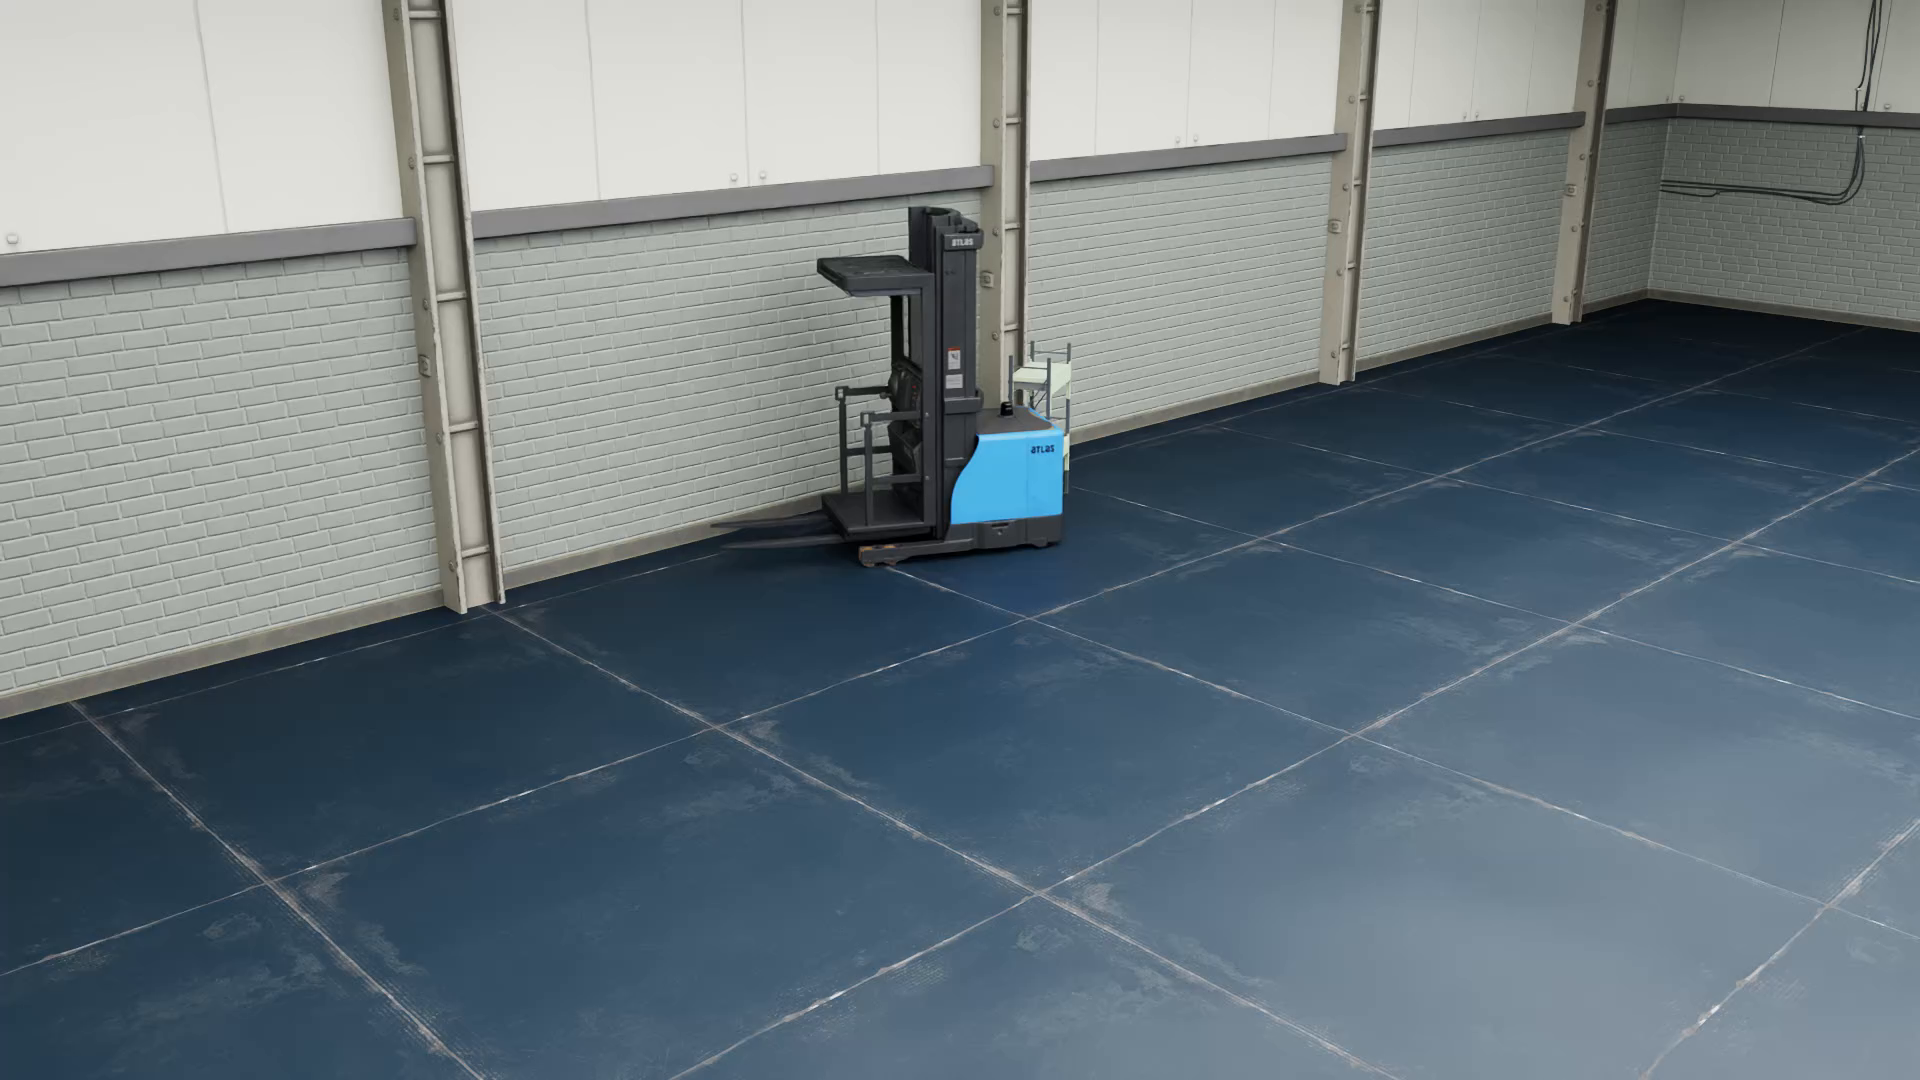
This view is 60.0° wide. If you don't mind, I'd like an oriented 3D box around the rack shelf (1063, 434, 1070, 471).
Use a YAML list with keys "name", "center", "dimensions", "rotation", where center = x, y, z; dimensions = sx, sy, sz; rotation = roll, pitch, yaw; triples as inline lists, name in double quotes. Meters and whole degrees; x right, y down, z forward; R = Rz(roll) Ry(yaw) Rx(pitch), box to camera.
- name: "rack shelf"
  center: [0.760, -0.775, 16.001]
  dimensions: [0.431, 0.370, 0.720]
  rotation: [6, 19, 17]

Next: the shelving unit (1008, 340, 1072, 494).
- name: "shelving unit"
  center: [0.760, -1.085, 15.900]
  dimensions: [0.431, 1.500, 0.755]
  rotation: [6, 19, 17]

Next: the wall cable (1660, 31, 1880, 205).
- name: "wall cable"
  center: [12.213, -6.435, 25.275]
  dimensions: [0.112, 2.526, 3.097]
  rotation: [-16, 24, -41]

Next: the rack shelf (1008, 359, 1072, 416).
- name: "rack shelf"
  center: [0.760, -1.456, 15.780]
  dimensions: [0.431, 0.370, 0.720]
  rotation: [6, 19, 17]

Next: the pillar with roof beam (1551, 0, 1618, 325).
- name: "pillar with roof beam"
  center: [12.122, -6.619, 20.809]
  dimensions: [0.400, 9.000, 9.100]
  rotation: [-16, 24, -41]

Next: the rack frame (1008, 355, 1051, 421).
- name: "rack frame"
  center: [0.646, -0.978, 15.569]
  dimensions: [0.400, 1.500, 0.023]
  rotation: [6, 19, 17]

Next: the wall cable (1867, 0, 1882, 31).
- name: "wall cable"
  center: [14.072, -8.231, 22.627]
  dimensions: [0.112, 2.526, 3.097]
  rotation: [-16, 24, -41]

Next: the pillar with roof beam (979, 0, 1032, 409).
- name: "pillar with roof beam"
  center: [3.402, -4.076, 12.967]
  dimensions: [0.400, 9.000, 9.100]
  rotation: [-16, 24, -41]

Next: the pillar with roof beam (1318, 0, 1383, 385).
- name: "pillar with roof beam"
  center: [7.762, -5.348, 16.888]
  dimensions: [0.400, 9.000, 9.100]
  rotation: [-16, 24, -41]

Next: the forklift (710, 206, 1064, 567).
- name: "forklift"
  center: [-0.656, -1.346, 14.385]
  dimensions: [3.031, 2.935, 1.130]
  rotation: [-5, 19, -16]

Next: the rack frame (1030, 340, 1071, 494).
- name: "rack frame"
  center: [0.874, -1.193, 16.231]
  dimensions: [0.400, 1.500, 0.023]
  rotation: [6, 19, 17]

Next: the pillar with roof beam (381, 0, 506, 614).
- name: "pillar with roof beam"
  center: [-0.957, -2.805, 9.046]
  dimensions: [0.400, 9.000, 9.100]
  rotation: [-16, 24, -41]
